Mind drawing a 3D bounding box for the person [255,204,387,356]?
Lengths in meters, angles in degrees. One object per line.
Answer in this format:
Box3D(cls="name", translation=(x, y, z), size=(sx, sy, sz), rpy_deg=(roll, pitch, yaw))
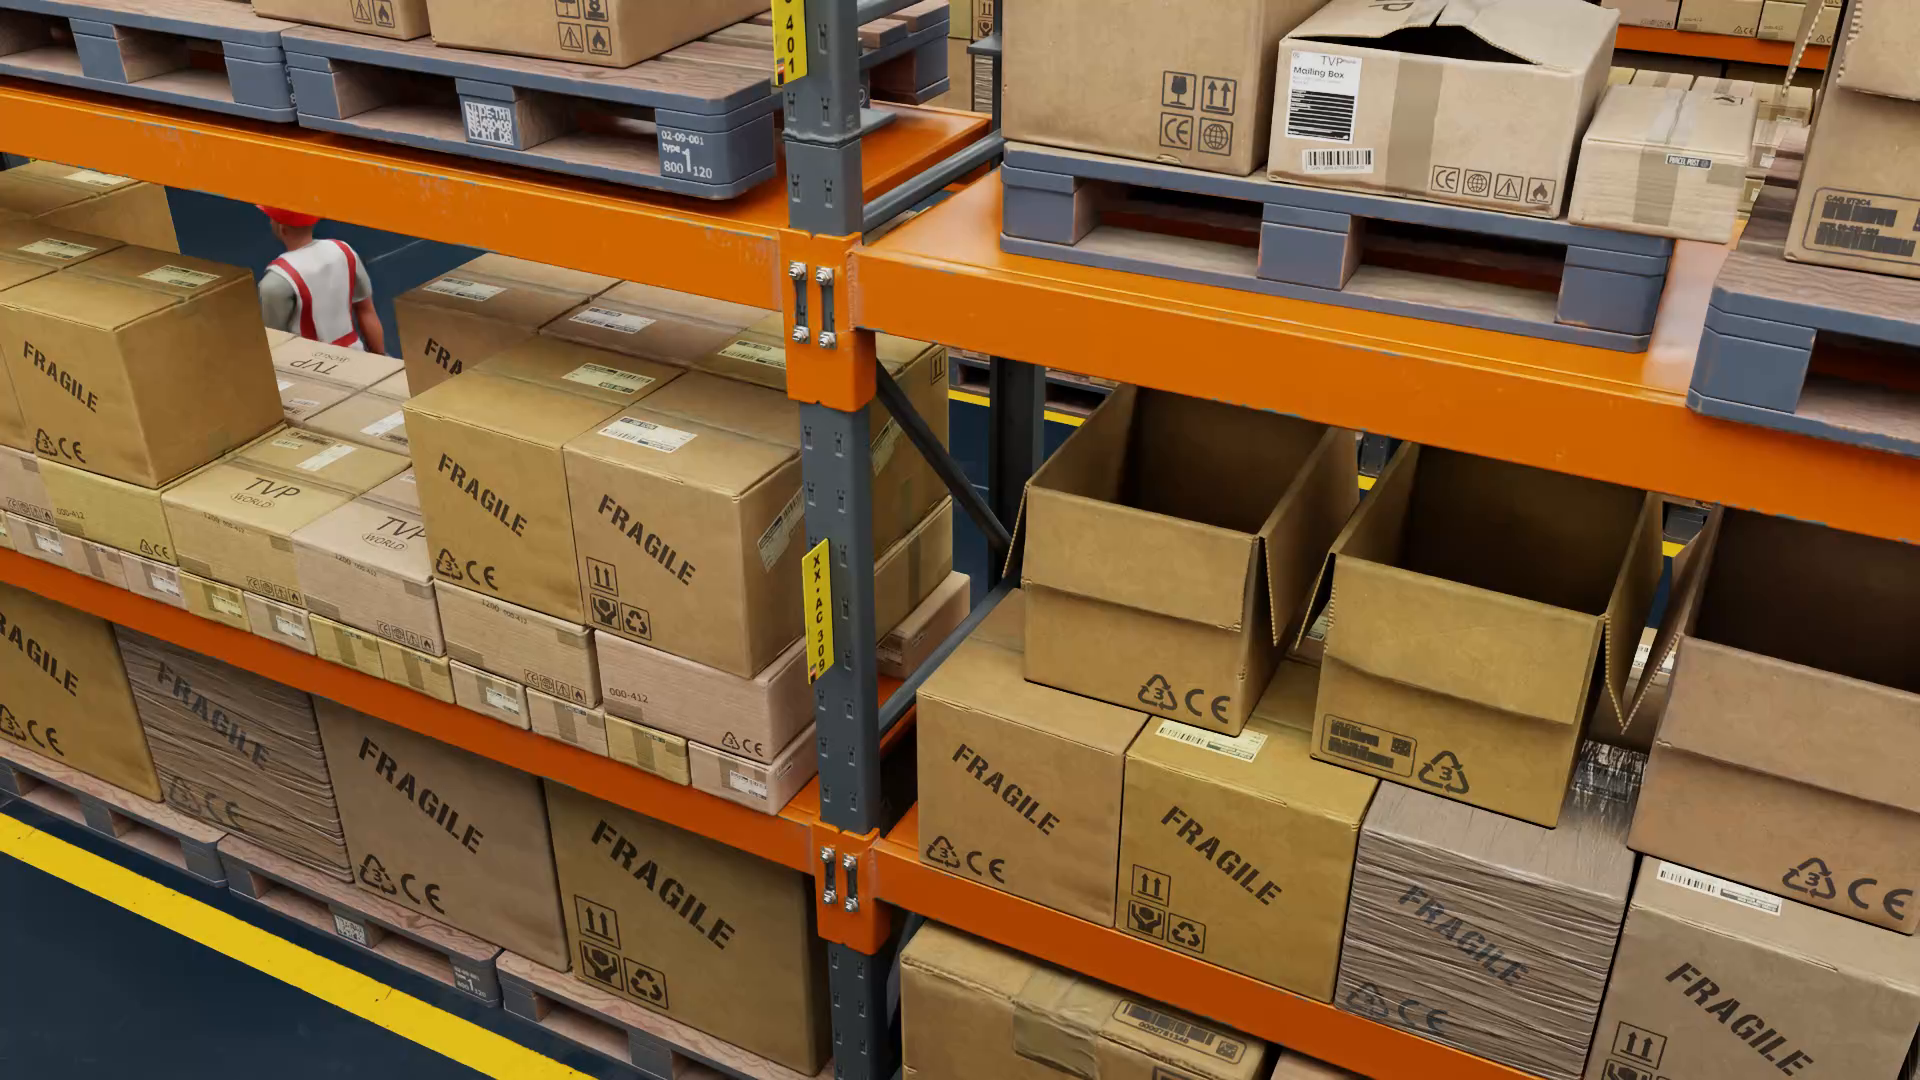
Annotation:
Box3D(cls="person", translation=(-2.854, -0.686, 7.324), size=(0.665, 1.844, 0.577), rpy_deg=(11, 32, 19))
